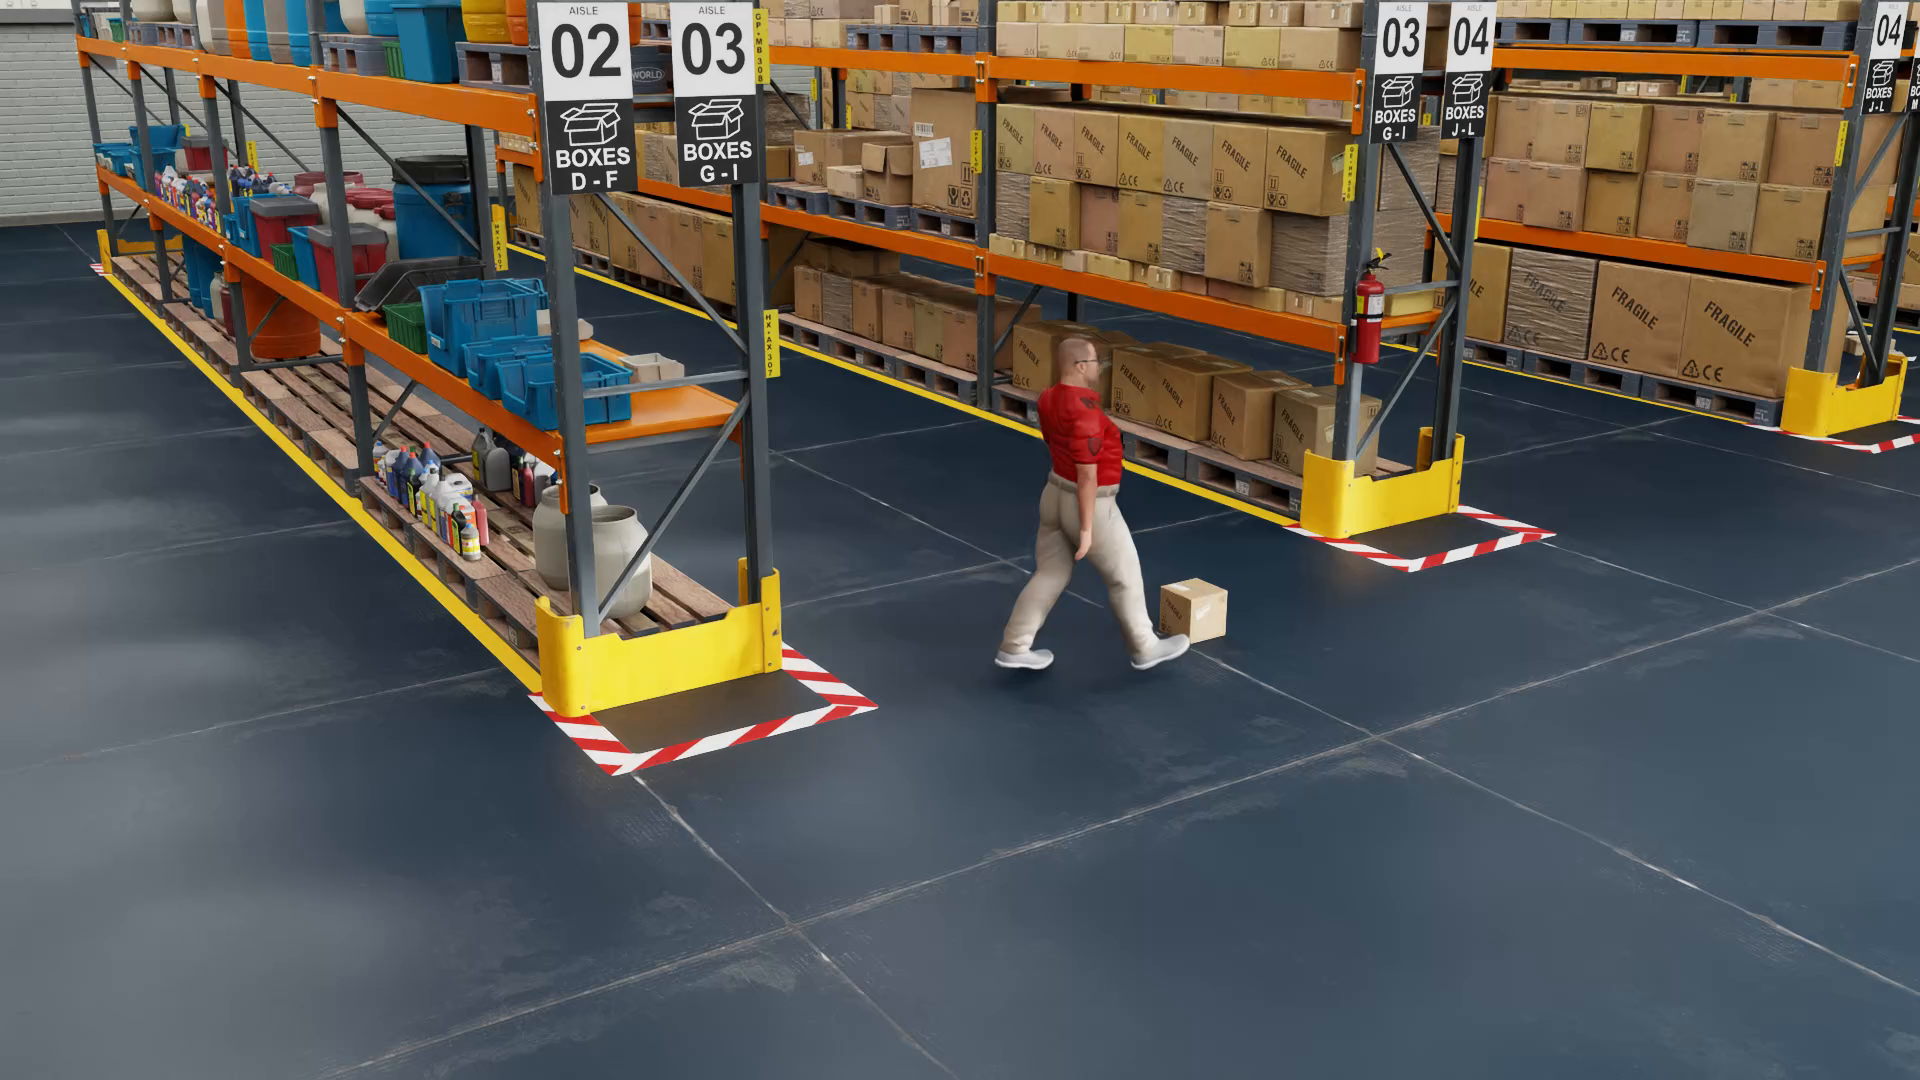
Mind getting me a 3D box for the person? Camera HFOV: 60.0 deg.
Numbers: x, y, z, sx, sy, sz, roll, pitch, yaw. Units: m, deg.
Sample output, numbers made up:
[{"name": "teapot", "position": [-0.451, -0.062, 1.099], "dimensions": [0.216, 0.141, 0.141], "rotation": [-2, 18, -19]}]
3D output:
[{"name": "person", "position": [0.651, -0.168, 8.116], "dimensions": [0.956, 1.683, 0.544], "rotation": [-10, 21, -29]}]
